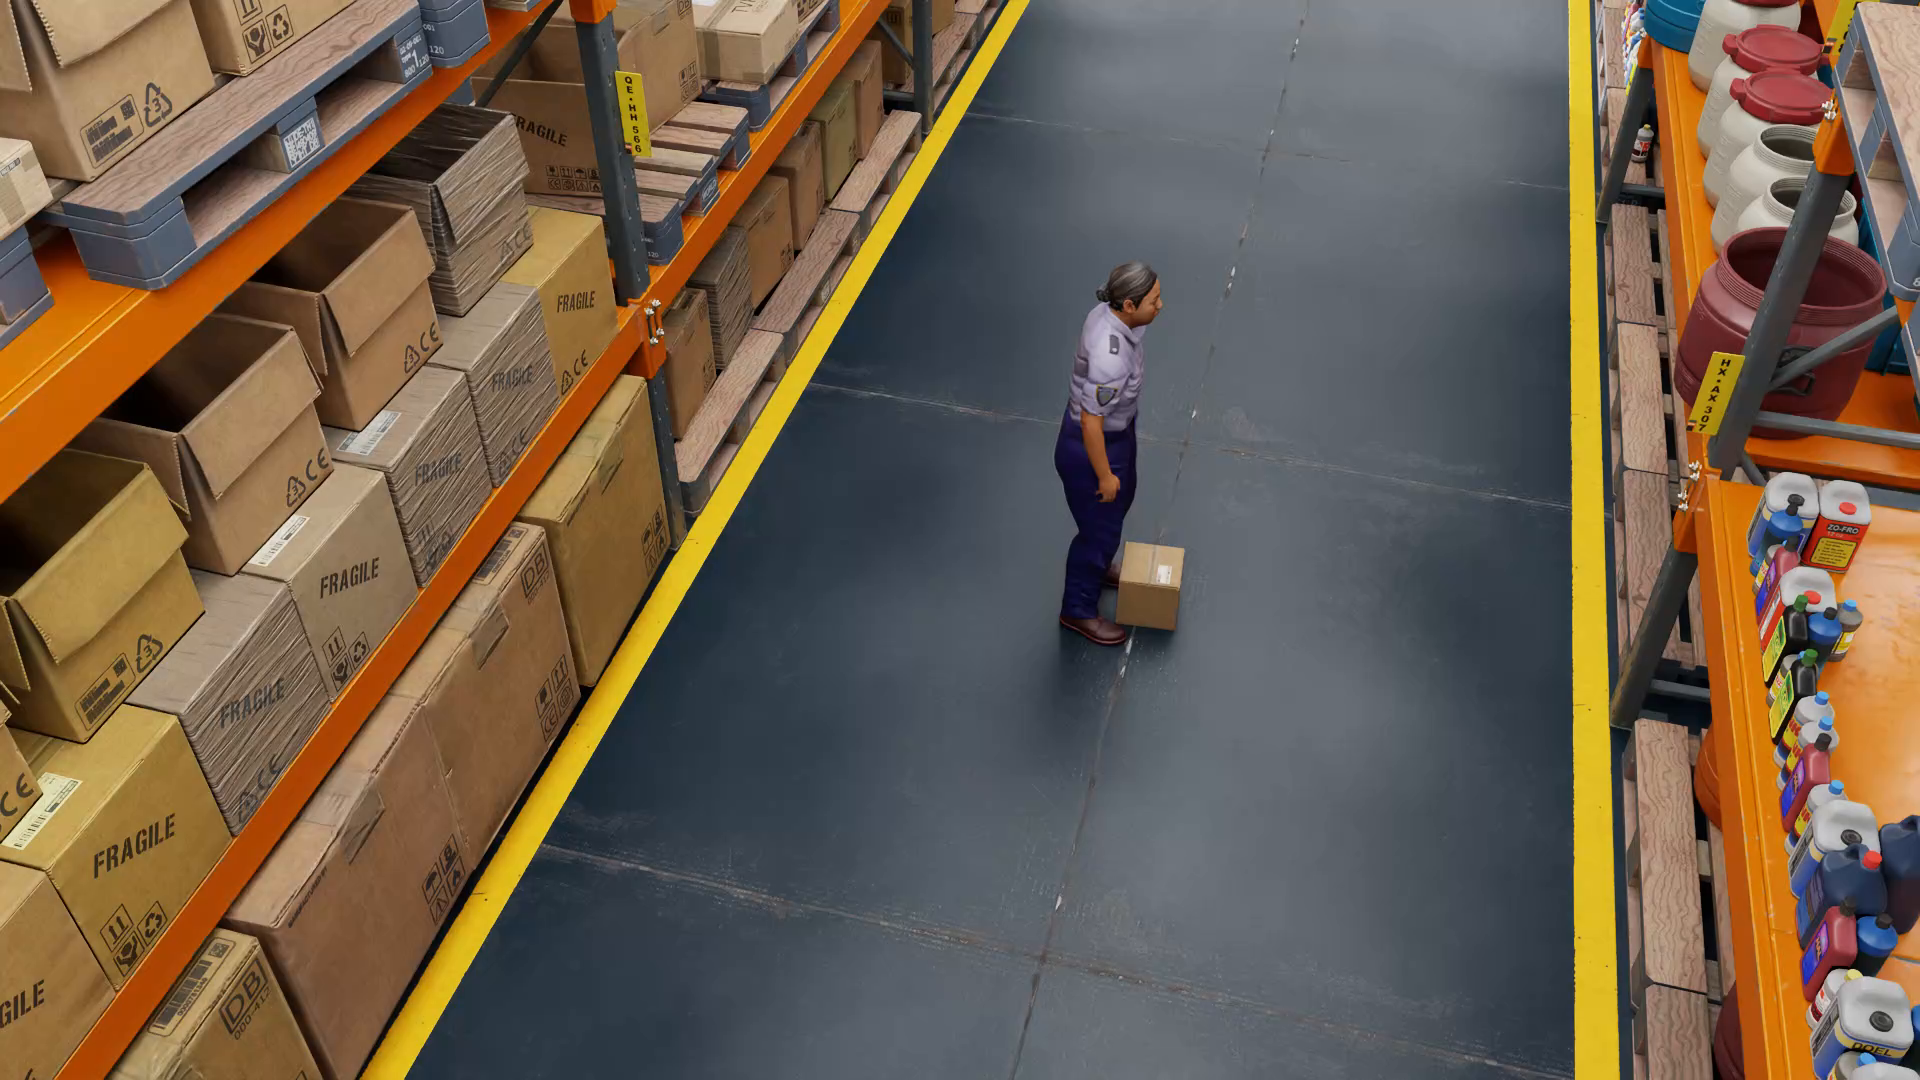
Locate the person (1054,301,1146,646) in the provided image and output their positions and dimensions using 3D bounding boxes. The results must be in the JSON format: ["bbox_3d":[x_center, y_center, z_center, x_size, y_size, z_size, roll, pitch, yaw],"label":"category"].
[{"bbox_3d":[0.570,-0.303,6.643,0.369,1.476,0.554,8,42,9],"label":"person"}]
